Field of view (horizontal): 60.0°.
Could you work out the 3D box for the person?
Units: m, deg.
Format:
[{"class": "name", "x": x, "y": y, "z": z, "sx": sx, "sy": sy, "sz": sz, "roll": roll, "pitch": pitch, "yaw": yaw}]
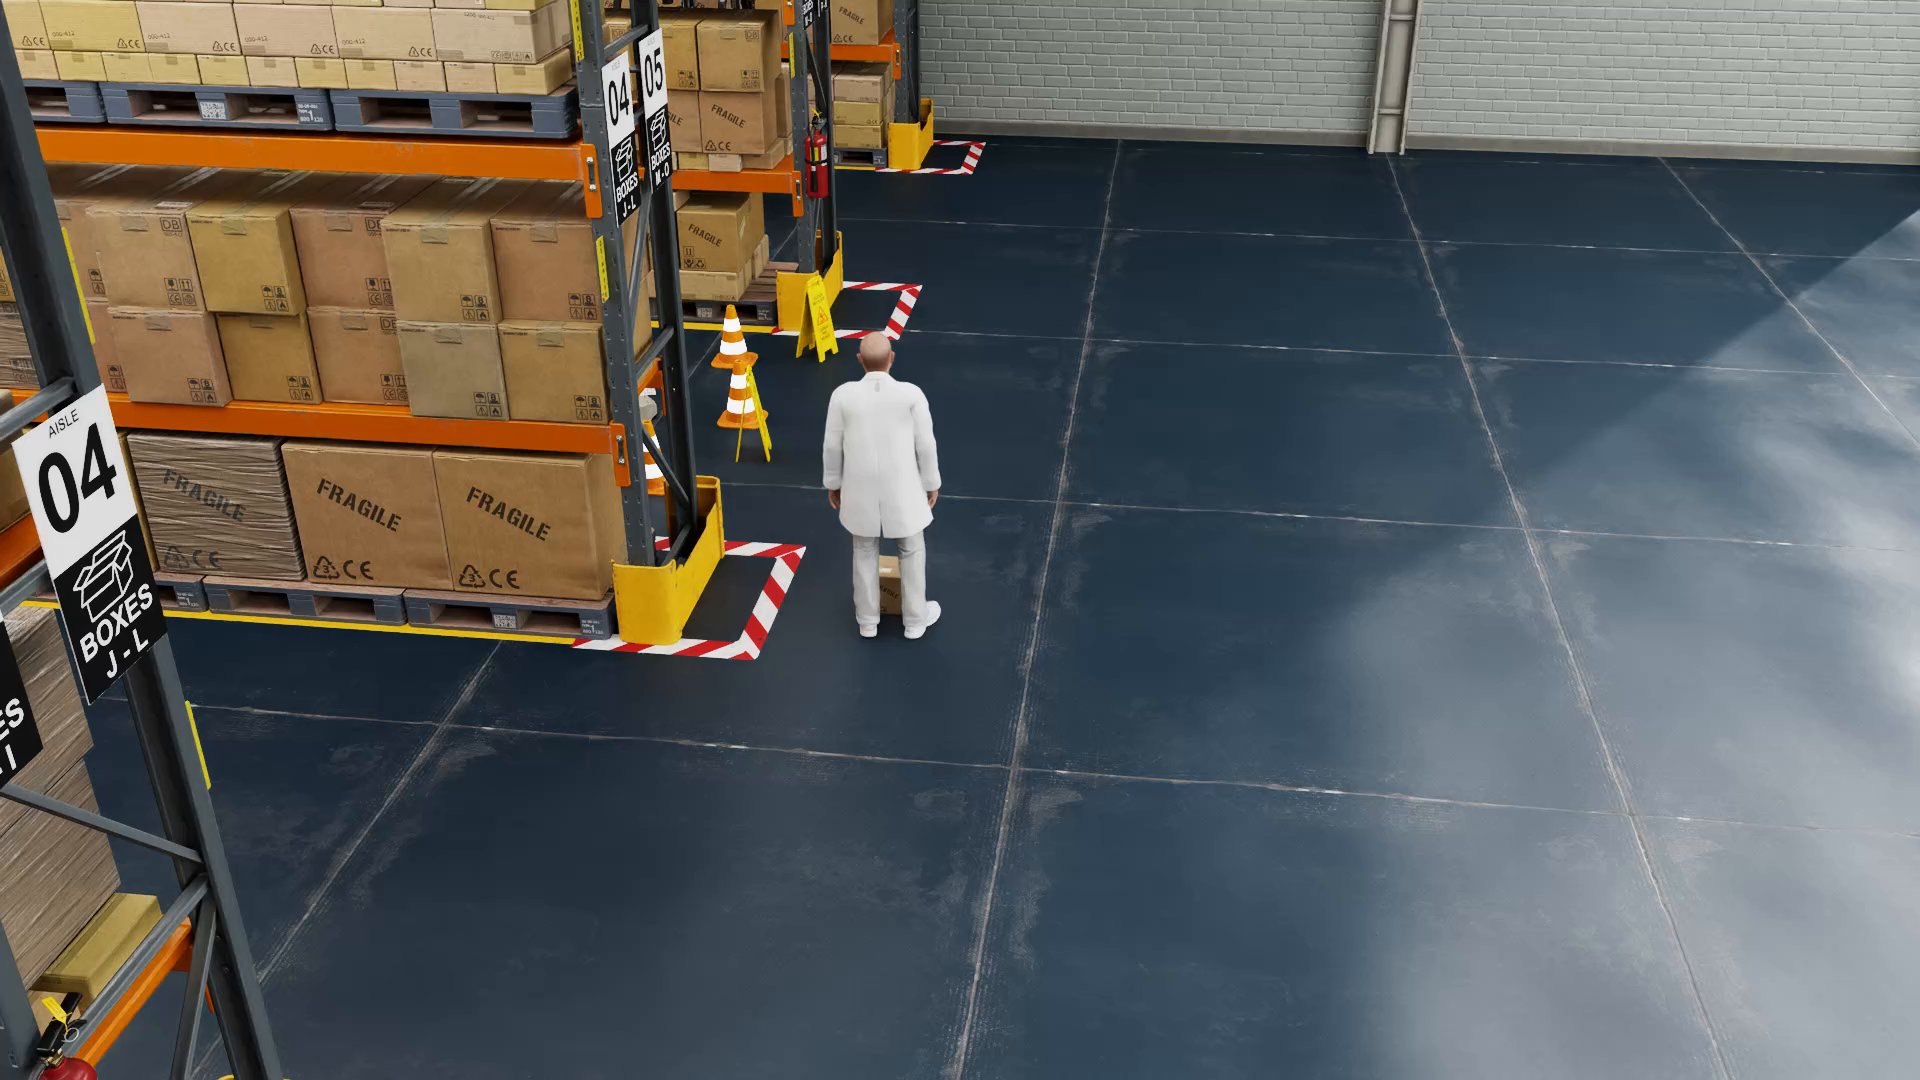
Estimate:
[{"class": "person", "x": -0.432, "y": -0.286, "z": 9.191, "sx": 0.653, "sy": 1.760, "sz": 0.422, "roll": 2, "pitch": 28, "yaw": 3}]
